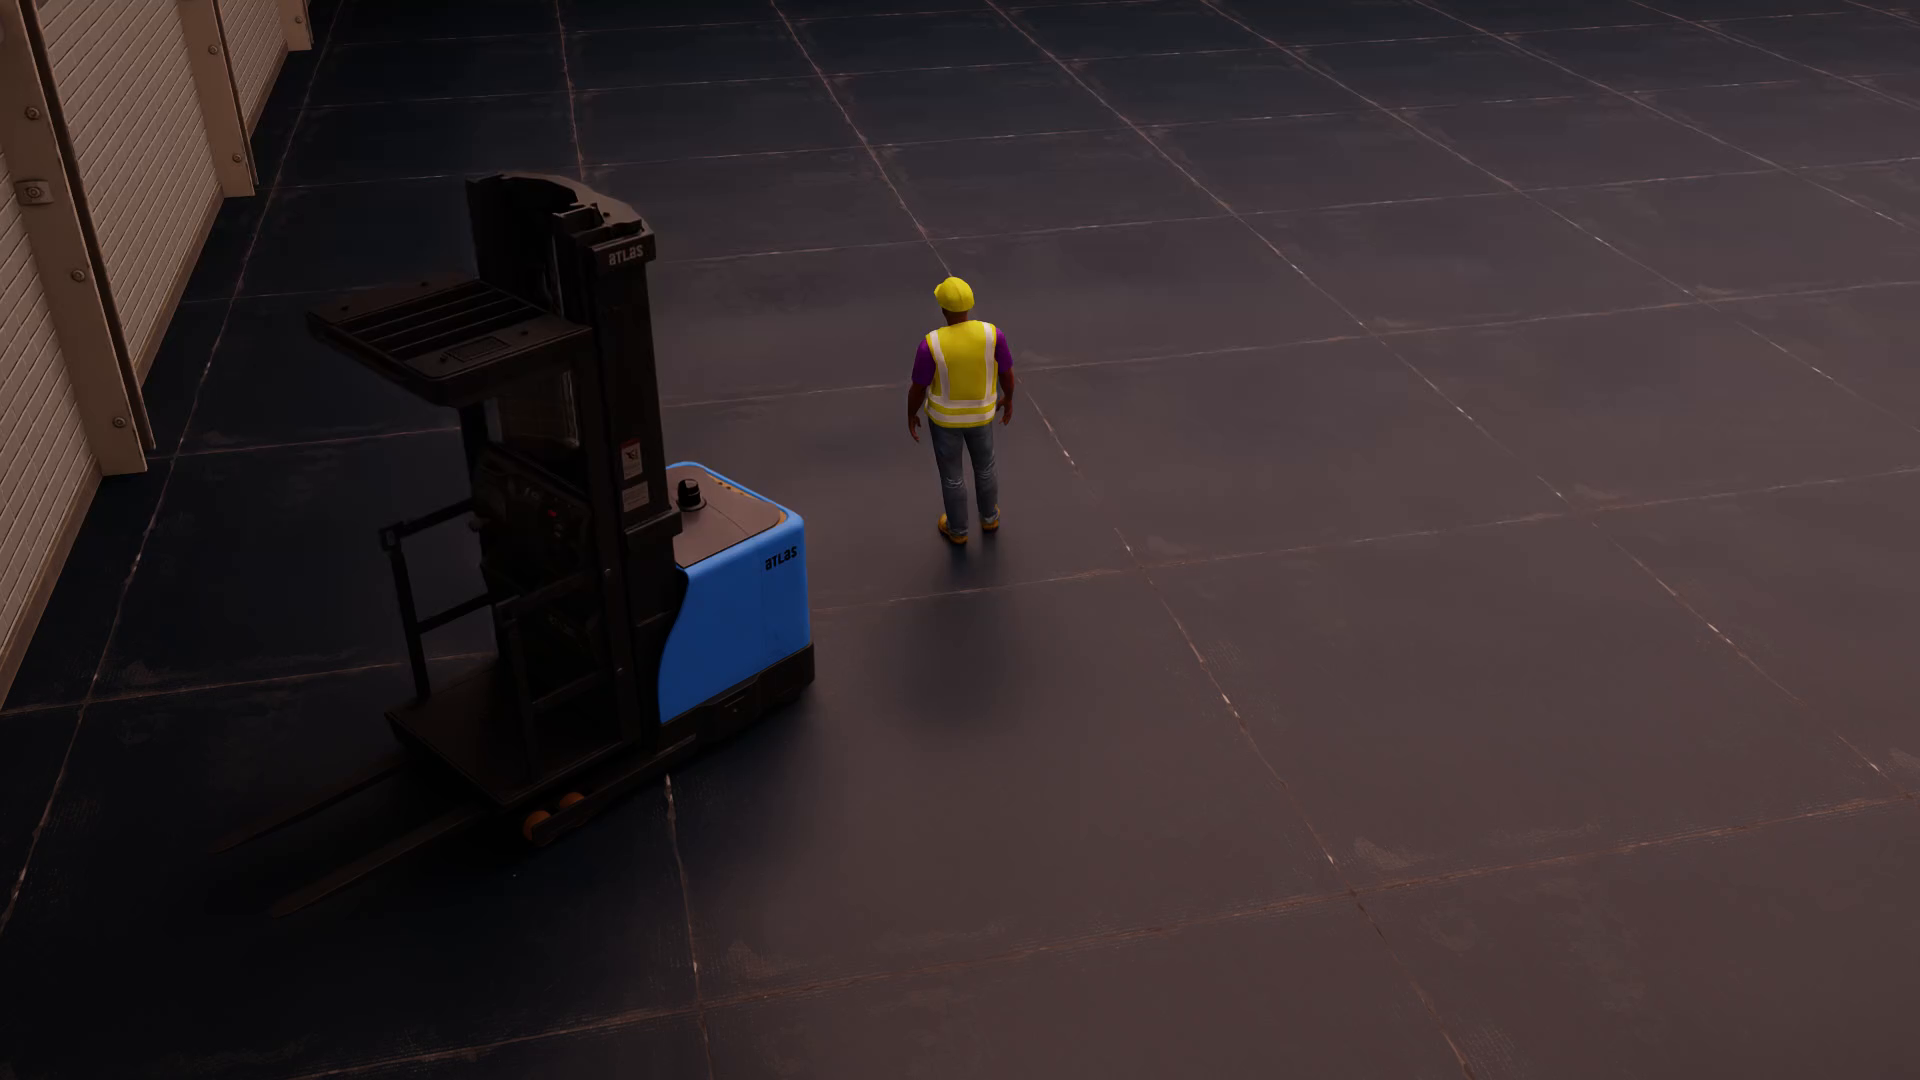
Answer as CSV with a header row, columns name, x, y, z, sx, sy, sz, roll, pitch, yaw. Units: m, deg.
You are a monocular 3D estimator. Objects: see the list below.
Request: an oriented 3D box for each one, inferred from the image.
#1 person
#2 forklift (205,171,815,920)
name,x,y,z,sx,sy,sz,roll,pitch,yaw
person,-0.010,-0.805,10.114,0.665,1.766,0.576,-7,31,-12
forklift,-2.171,-0.094,7.736,1.130,2.935,3.031,26,39,37
